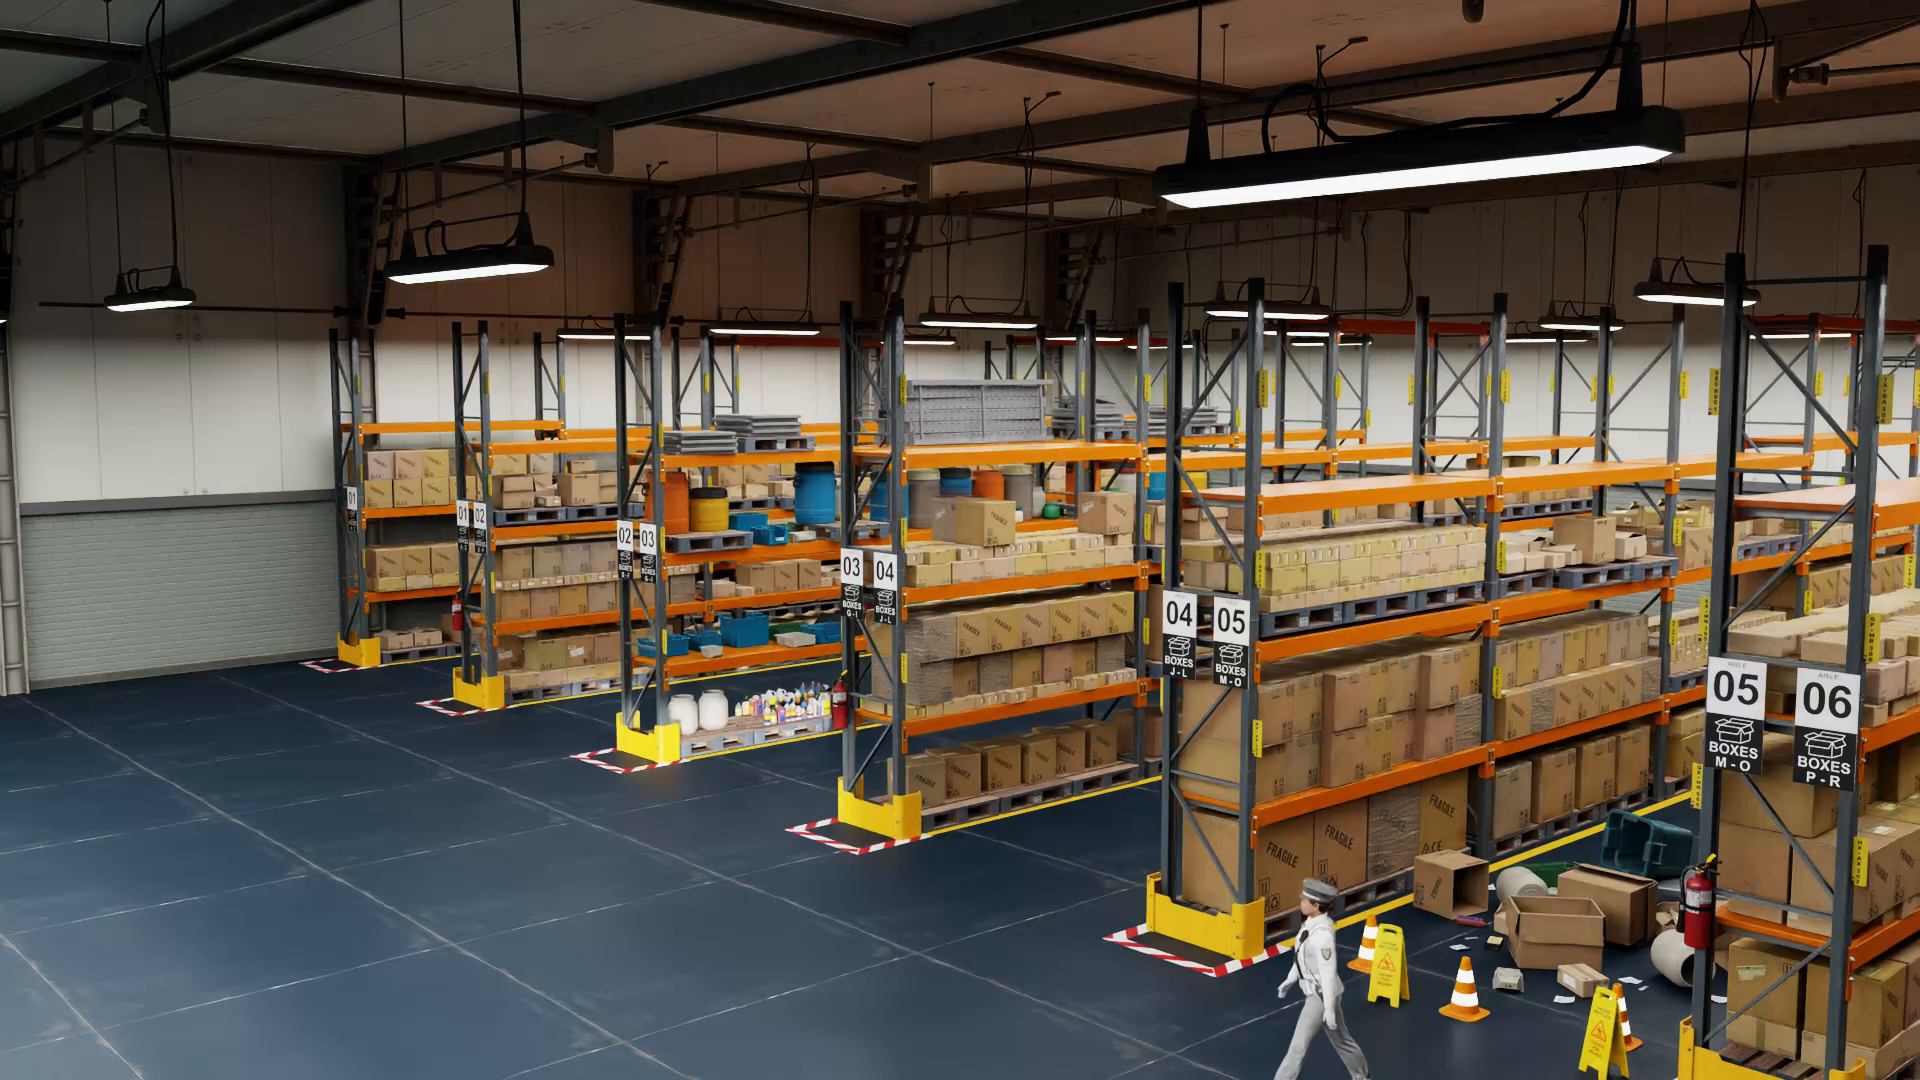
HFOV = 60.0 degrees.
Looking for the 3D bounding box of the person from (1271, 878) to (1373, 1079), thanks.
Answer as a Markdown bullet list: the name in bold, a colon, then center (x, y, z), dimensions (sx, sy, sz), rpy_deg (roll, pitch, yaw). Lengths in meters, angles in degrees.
- **person**: center (2.443, 3.178, 11.690), dimensions (1.038, 1.621, 0.554), rpy_deg (0, 6, 2)
